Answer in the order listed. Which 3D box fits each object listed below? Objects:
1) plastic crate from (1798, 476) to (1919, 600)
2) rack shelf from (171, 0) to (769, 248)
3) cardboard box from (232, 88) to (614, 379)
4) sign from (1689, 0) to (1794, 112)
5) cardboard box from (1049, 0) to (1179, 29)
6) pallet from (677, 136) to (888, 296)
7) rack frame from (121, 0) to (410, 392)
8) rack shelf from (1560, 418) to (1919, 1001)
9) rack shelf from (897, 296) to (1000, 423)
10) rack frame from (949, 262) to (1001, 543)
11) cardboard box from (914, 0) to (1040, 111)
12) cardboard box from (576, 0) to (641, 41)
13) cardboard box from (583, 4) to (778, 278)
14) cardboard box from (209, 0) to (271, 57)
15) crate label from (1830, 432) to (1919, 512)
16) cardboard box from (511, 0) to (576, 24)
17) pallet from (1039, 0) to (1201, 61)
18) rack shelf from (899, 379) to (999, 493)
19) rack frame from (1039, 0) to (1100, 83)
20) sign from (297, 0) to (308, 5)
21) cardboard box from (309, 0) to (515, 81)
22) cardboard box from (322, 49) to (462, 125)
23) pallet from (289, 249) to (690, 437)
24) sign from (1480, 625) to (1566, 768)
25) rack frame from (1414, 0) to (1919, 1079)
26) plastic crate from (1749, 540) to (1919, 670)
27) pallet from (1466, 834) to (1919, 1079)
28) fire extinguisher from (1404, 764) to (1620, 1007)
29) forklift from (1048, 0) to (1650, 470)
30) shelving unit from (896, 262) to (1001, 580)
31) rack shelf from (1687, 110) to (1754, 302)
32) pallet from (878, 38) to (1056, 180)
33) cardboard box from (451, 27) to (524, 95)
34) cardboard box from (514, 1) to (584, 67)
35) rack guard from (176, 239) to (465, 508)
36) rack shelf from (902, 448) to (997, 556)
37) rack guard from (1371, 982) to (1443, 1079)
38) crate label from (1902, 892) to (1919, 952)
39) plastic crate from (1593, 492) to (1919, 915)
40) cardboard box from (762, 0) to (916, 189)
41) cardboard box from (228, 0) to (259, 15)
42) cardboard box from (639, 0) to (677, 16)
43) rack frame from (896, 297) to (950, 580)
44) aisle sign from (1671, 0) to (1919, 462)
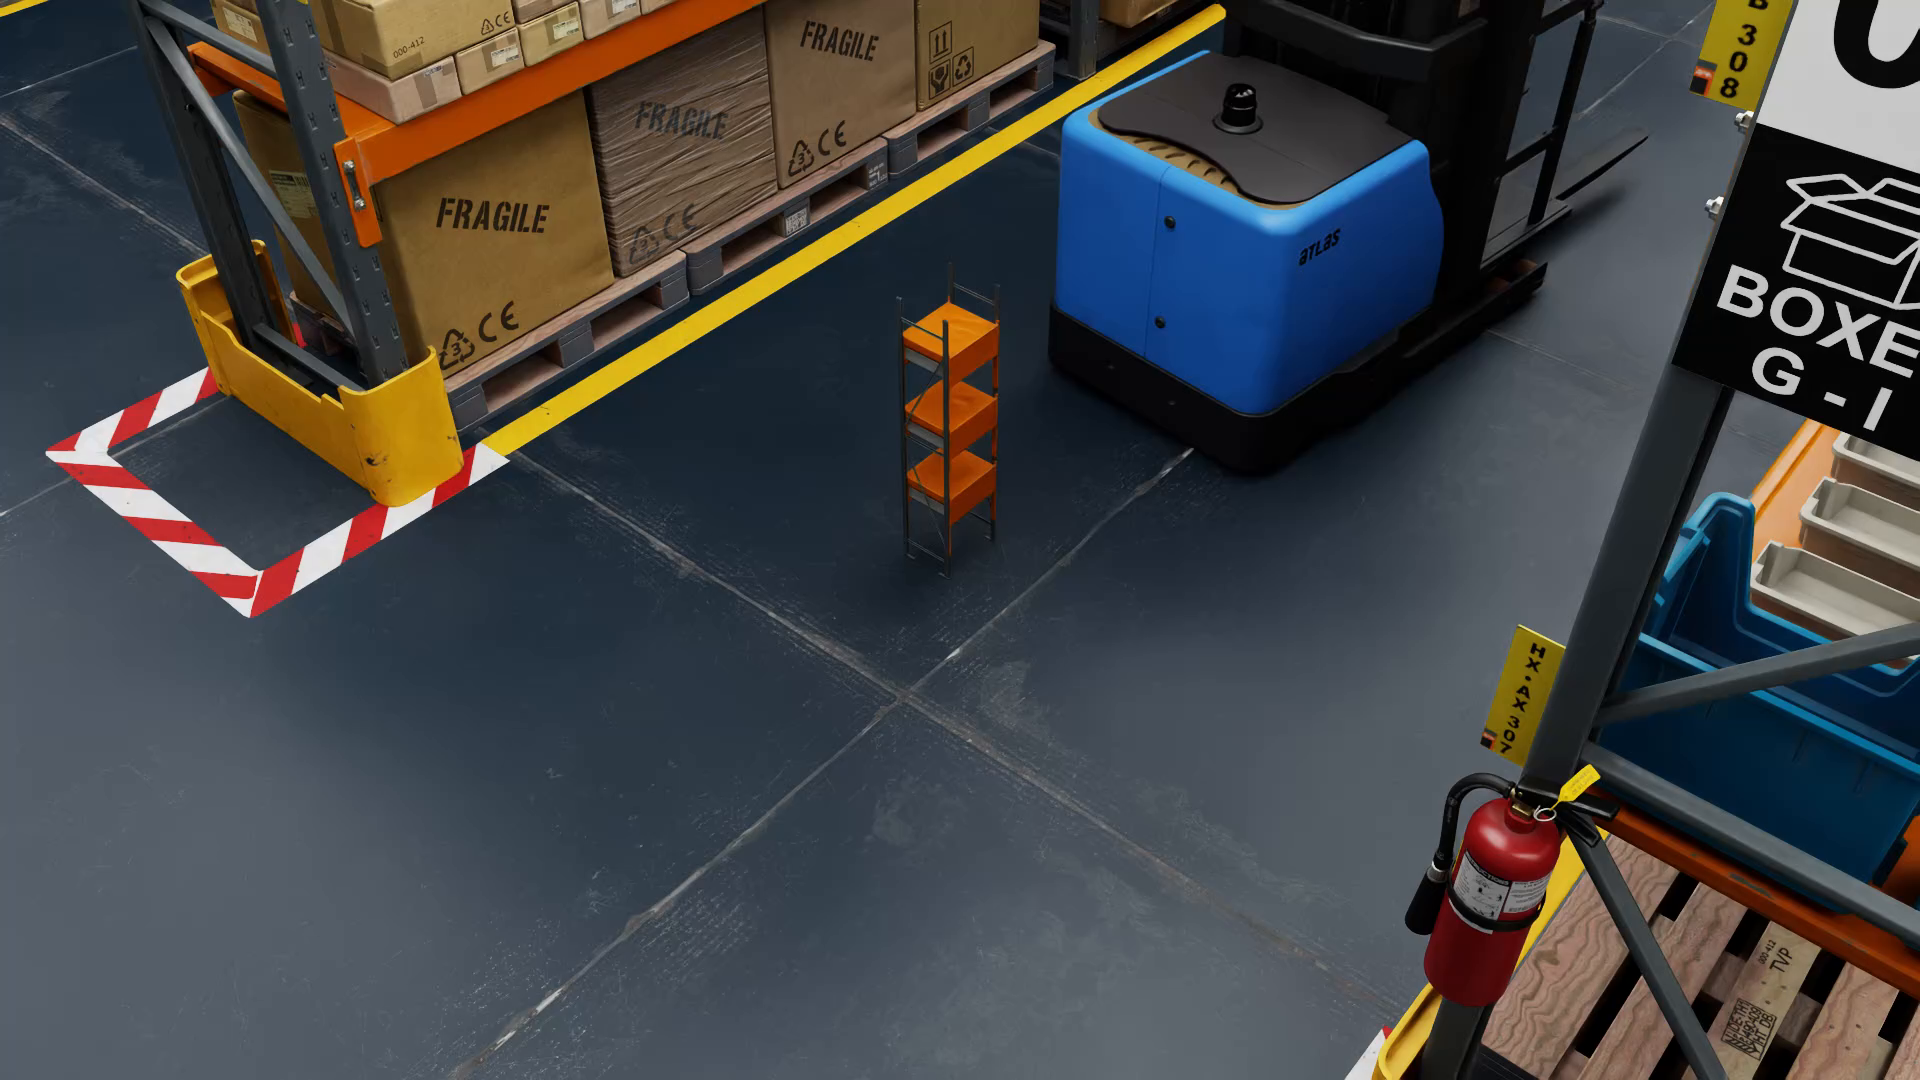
[{"bbox_3d":[2.057,0.018,3.652,0.396,0.136,0.243,29,50,28],"label":"plastic crate"},{"bbox_3d":[-1.030,-2.324,6.611,1.077,0.370,4.000,29,50,28],"label":"rack shelf"},{"bbox_3d":[-1.967,-1.294,6.210,0.875,0.875,0.875,29,50,28],"label":"cardboard box"},{"bbox_3d":[1.042,-0.717,2.157,0.100,0.325,0.005,29,50,28],"label":"sign"},{"bbox_3d":[0.653,-3.327,8.447,1.225,0.875,0.875,30,50,29],"label":"cardboard box"},{"bbox_3d":[-1.078,-1.599,7.352,1.003,0.211,1.213,29,50,28],"label":"pallet"},{"bbox_3d":[-2.318,-1.560,5.236,1.000,3.000,0.127,29,50,28],"label":"rack frame"},{"bbox_3d":[2.760,-0.180,4.252,1.077,0.370,4.000,29,50,28],"label":"rack shelf"},{"bbox_3d":[-0.034,-0.563,5.183,0.215,0.259,0.240,29,50,28],"label":"rack shelf"},{"bbox_3d":[0.044,-0.424,5.436,0.200,1.050,0.008,29,50,28],"label":"rack frame"},{"bbox_3d":[-0.229,-2.684,7.739,0.875,0.875,0.875,29,50,28],"label":"cardboard box"},{"bbox_3d":[-1.341,-1.907,5.804,0.380,0.149,0.250,29,50,28],"label":"cardboard box"},{"bbox_3d":[-1.381,-1.762,6.726,0.875,0.875,0.875,29,50,28],"label":"cardboard box"},{"bbox_3d":[-2.340,-1.793,5.679,0.380,0.149,0.250,30,50,29],"label":"cardboard box"},{"bbox_3d":[2.218,-0.136,3.821,0.396,0.136,0.243,29,50,28],"label":"crate label"},{"bbox_3d":[-1.473,-2.016,5.627,0.500,0.250,0.500,29,50,28],"label":"cardboard box"},{"bbox_3d":[0.696,-3.018,8.912,1.003,0.211,1.213,29,50,28],"label":"pallet"},{"bbox_3d":[-0.034,-0.353,5.374,0.215,0.259,0.240,29,50,28],"label":"rack shelf"},{"bbox_3d":[0.257,-3.620,7.501,1.000,3.000,0.127,29,50,28],"label":"rack frame"},{"bbox_3d":[-1.897,-1.667,4.651,0.100,0.325,0.005,29,50,28],"label":"sign"},{"bbox_3d":[-1.802,-1.745,5.330,0.500,0.250,0.500,28,49,27],"label":"cardboard box"},{"bbox_3d":[-1.837,-1.507,5.365,0.380,0.149,0.250,30,50,29],"label":"cardboard box"},{"bbox_3d":[-1.863,-0.974,6.664,1.003,0.211,1.213,29,50,28],"label":"pallet"},{"bbox_3d":[1.042,0.294,3.076,0.100,0.325,0.005,29,50,28],"label":"sign"},{"bbox_3d":[1.471,0.583,2.879,0.949,2.616,0.053,29,50,28],"label":"rack frame"},{"bbox_3d":[1.860,0.161,3.494,0.396,0.136,0.243,29,50,28],"label":"plastic crate"},{"bbox_3d":[2.034,1.208,4.265,1.003,0.211,1.213,29,50,28],"label":"pallet"},{"bbox_3d":[1.028,0.632,3.160,0.296,0.674,0.183,29,50,28],"label":"fire extinguisher"},{"bbox_3d":[1.756,-2.207,5.999,3.031,2.935,1.130,-33,51,-31],"label":"forklift"},{"bbox_3d":[-0.034,-0.361,5.367,0.215,1.050,0.252,29,50,28],"label":"shelving unit"},{"bbox_3d":[2.760,-1.289,3.243,1.077,0.370,4.000,29,50,28],"label":"rack shelf"},{"bbox_3d":[-0.293,-2.231,8.046,1.003,0.211,1.213,29,50,28],"label":"pallet"},{"bbox_3d":[-1.673,-1.640,5.511,0.380,0.149,0.250,29,50,28],"label":"cardboard box"},{"bbox_3d":[-1.508,-1.772,5.656,0.380,0.149,0.250,28,49,28],"label":"cardboard box"},{"bbox_3d":[-2.333,-0.623,6.064,1.175,0.500,0.348,29,50,28],"label":"rack guard"},{"bbox_3d":[-0.034,-0.147,5.561,0.215,0.259,0.240,29,50,28],"label":"rack shelf"},{"bbox_3d":[1.468,1.527,3.699,1.175,0.500,0.348,29,50,28],"label":"rack guard"},{"bbox_3d":[1.884,0.639,2.897,0.416,0.233,0.303,29,50,28],"label":"crate label"},{"bbox_3d":[1.546,0.296,3.124,0.616,0.435,0.499,29,50,28],"label":"plastic crate"},{"bbox_3d":[-0.809,-2.221,7.230,0.875,0.875,0.875,29,50,28],"label":"cardboard box"},{"bbox_3d":[-2.209,-1.979,5.587,0.500,0.250,0.500,29,50,28],"label":"cardboard box"},{"bbox_3d":[-1.177,-2.037,5.948,0.380,0.149,0.250,29,49,28],"label":"cardboard box"},{"bbox_3d":[-0.113,-0.298,5.297,0.200,1.050,0.008,29,50,28],"label":"rack frame"},{"bbox_3d":[1.203,-0.467,2.102,0.394,0.787,0.004,29,50,28],"label":"aisle sign"}]
